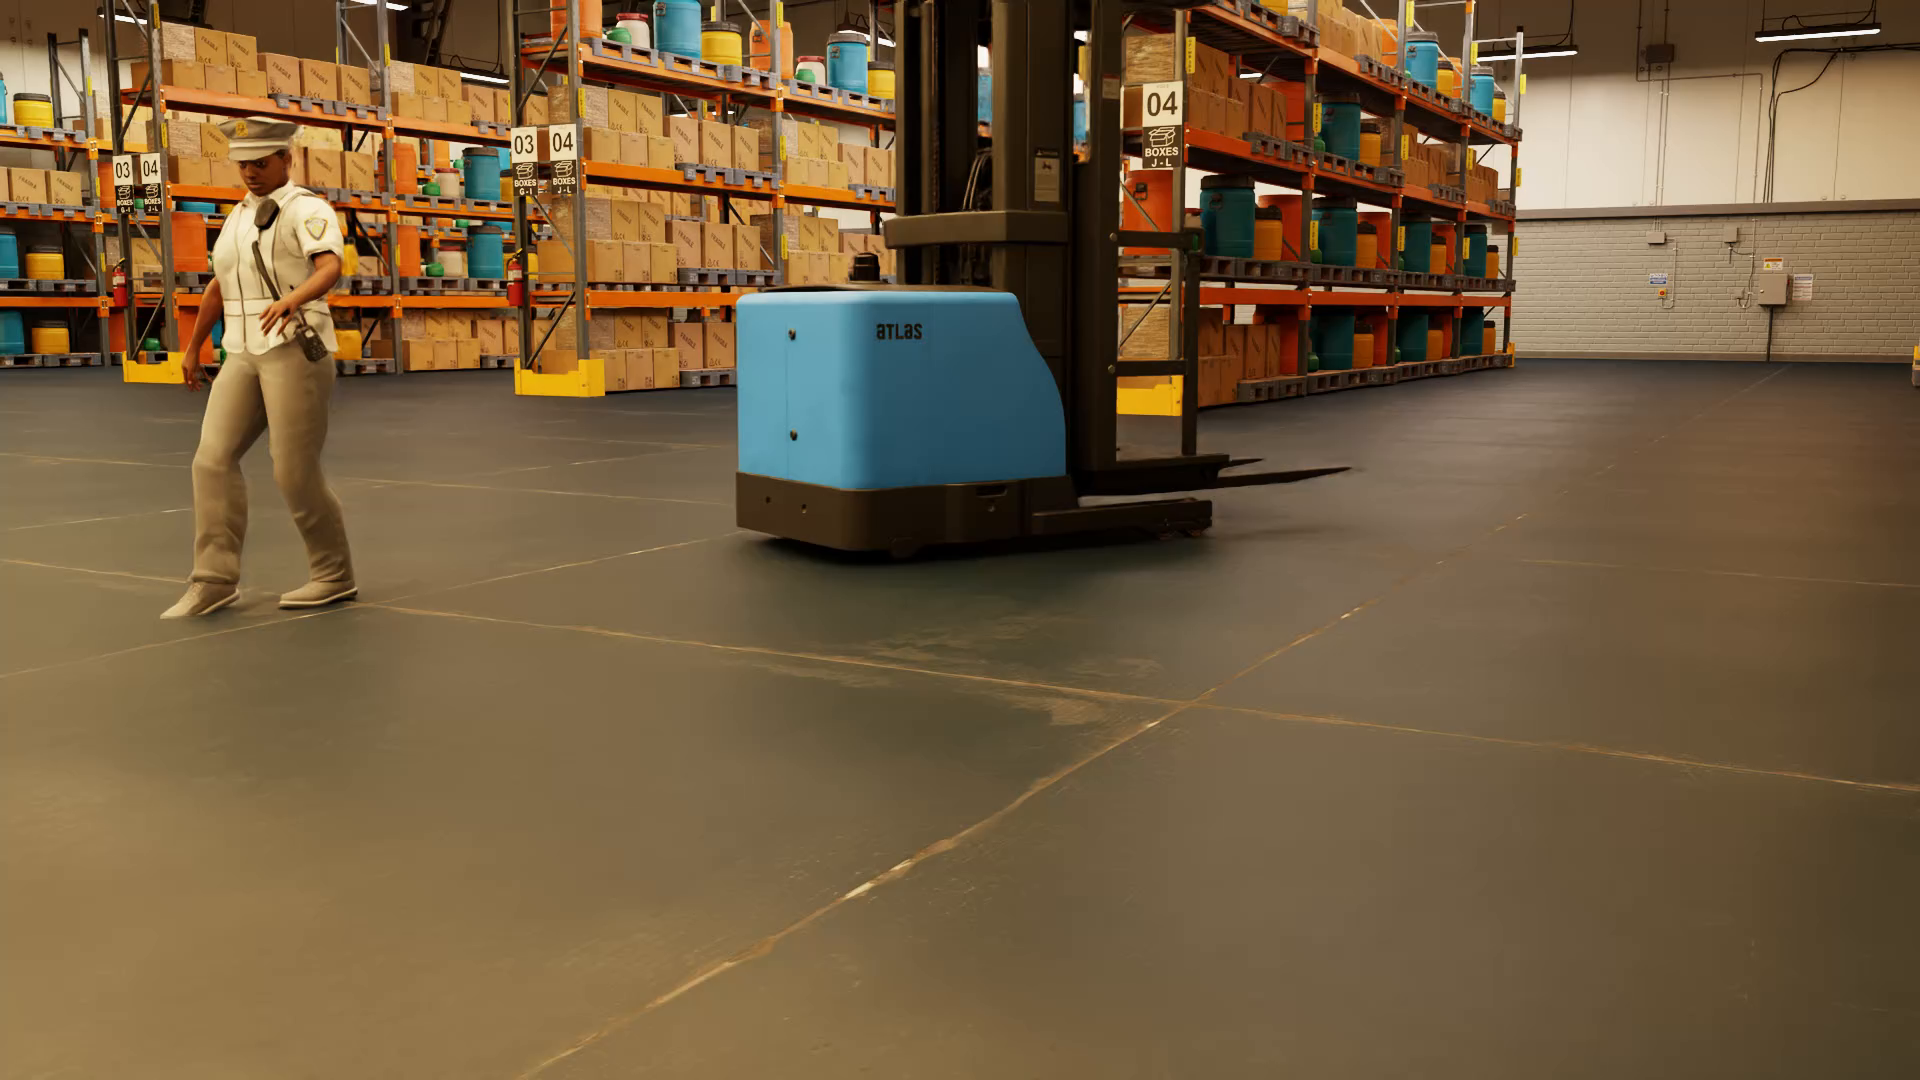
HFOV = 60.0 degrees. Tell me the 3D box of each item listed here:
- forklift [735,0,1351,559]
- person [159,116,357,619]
[{"bbox_3d":[0.522,-1.509,7.525,3.031,2.935,1.130,-5,10,-35],"label":"forklift"},{"bbox_3d":[-2.366,-0.553,5.534,0.915,1.681,0.614,5,9,30],"label":"person"}]
